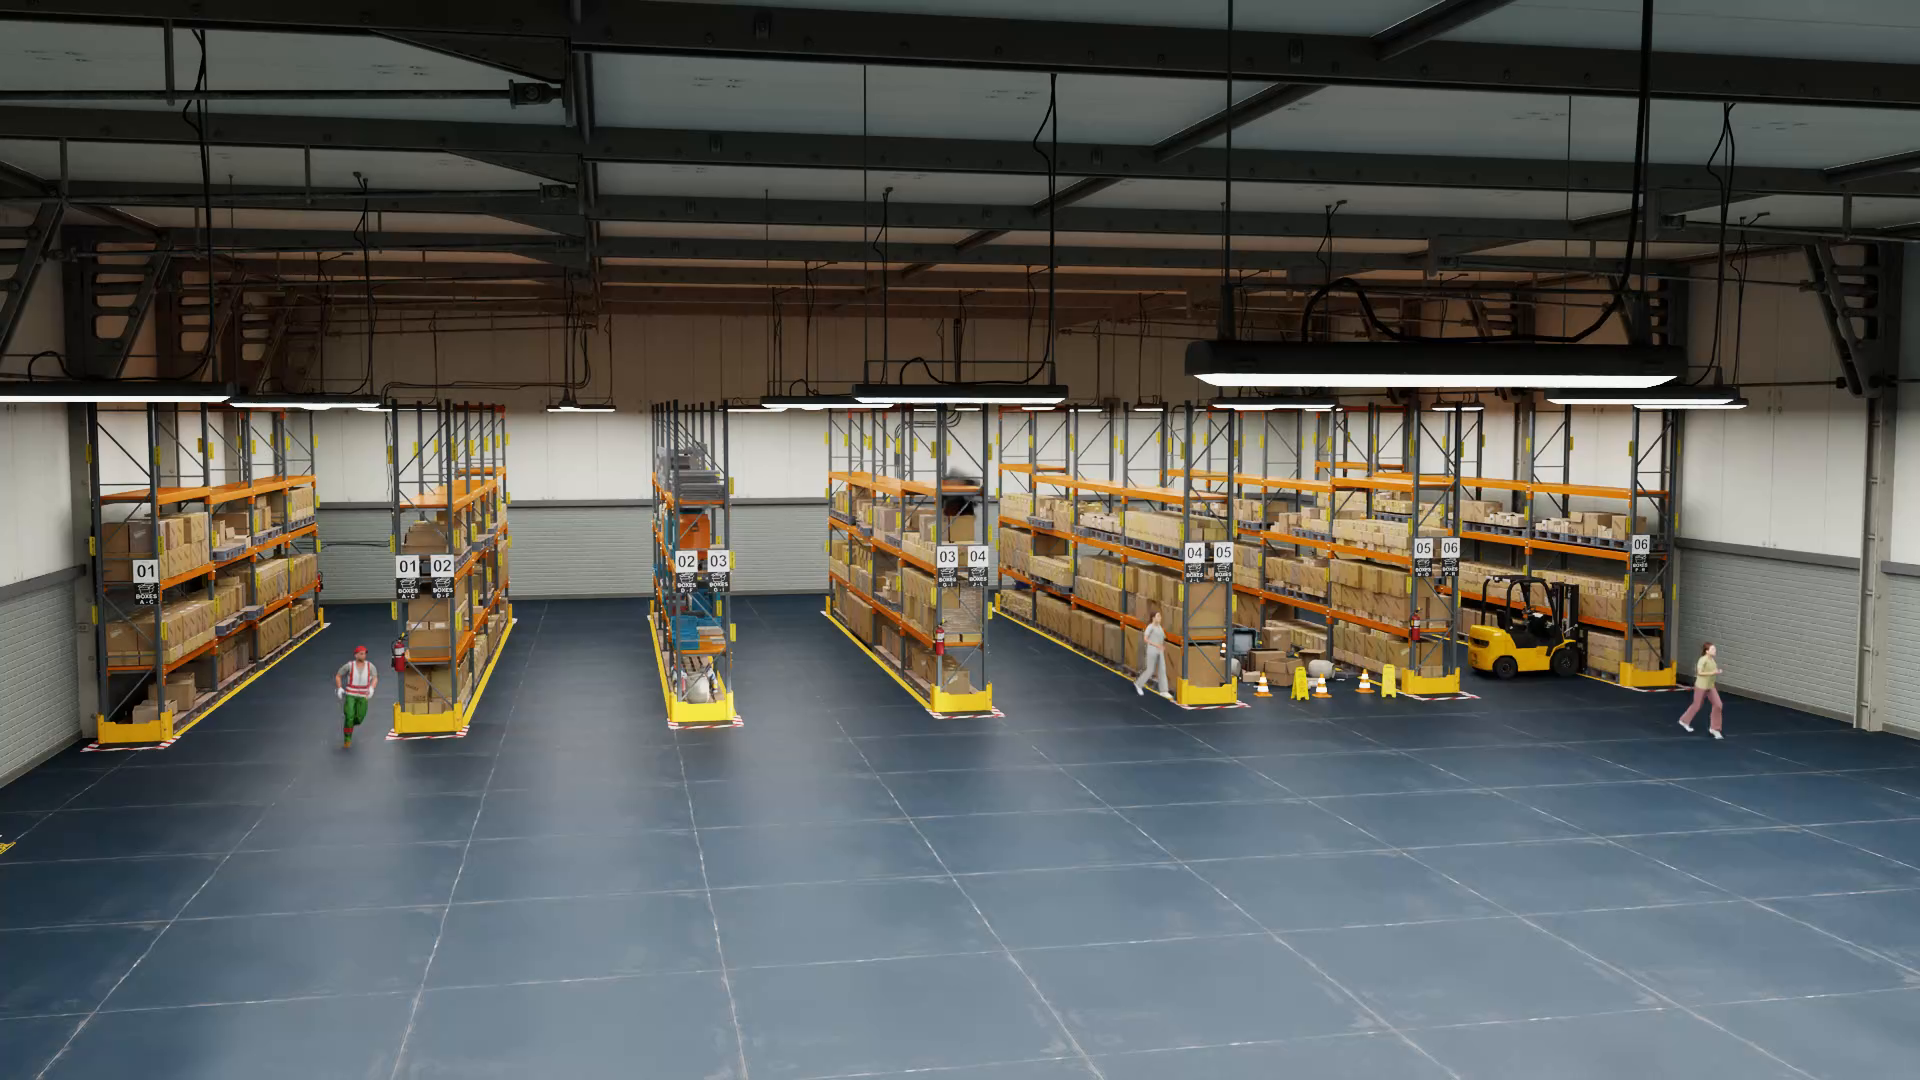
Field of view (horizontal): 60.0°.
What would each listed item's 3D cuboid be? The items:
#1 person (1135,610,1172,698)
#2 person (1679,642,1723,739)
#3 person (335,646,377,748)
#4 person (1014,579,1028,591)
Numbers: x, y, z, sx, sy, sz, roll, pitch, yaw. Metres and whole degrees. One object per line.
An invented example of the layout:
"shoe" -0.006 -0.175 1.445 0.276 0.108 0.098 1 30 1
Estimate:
"person" 3.804 2.188 32.126 0.857 1.662 0.599 4 6 43
"person" 13.201 2.672 29.617 0.563 1.736 0.838 -3 5 -32
"person" -10.475 2.694 28.883 0.703 1.728 0.659 -2 5 -29
"person" 1.935 1.133 50.414 0.548 1.602 0.607 -3 5 -35
